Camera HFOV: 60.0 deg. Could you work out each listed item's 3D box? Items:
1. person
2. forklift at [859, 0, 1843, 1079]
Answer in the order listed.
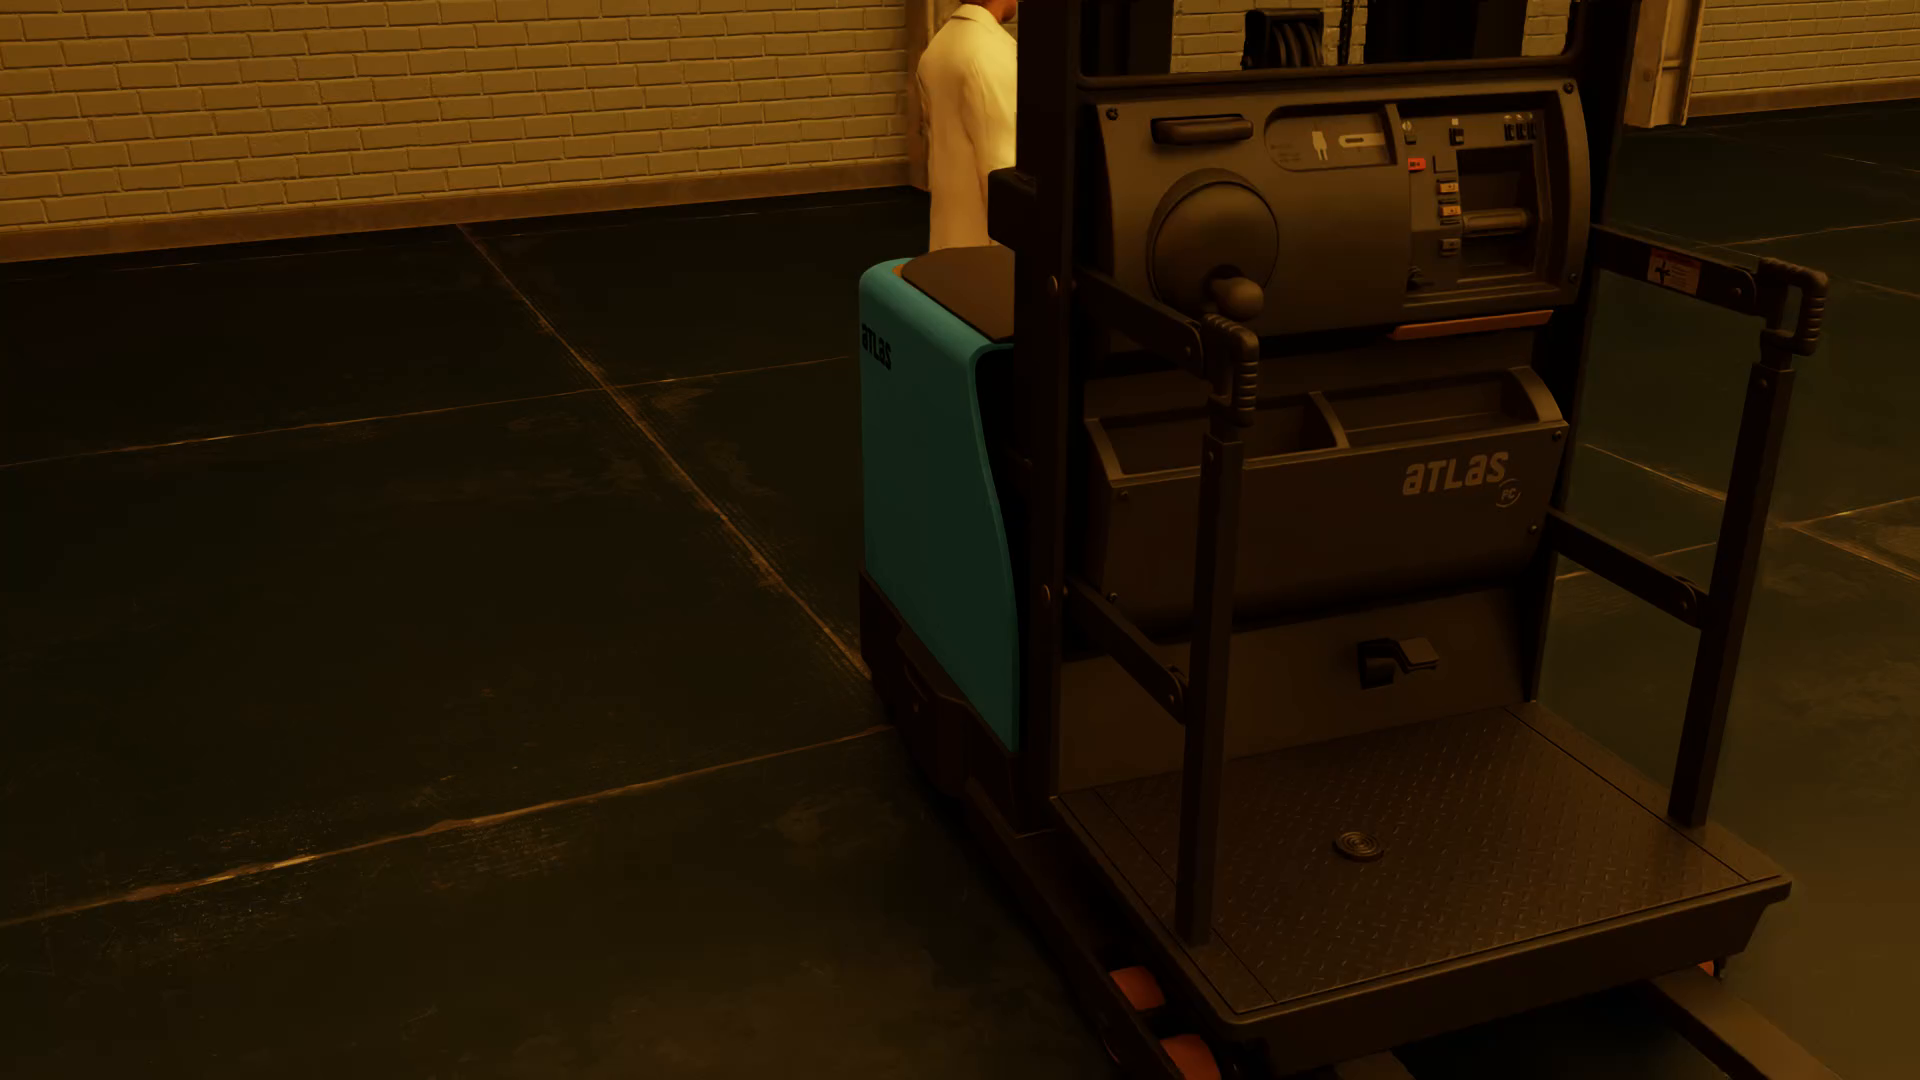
[{"bbox_3d":[0.181,-0.848,4.859,0.657,1.764,0.752,-8,24,-20],"label":"person"},{"bbox_3d":[0.738,-0.551,2.612,1.130,2.935,3.031,-8,24,-19],"label":"forklift"}]
